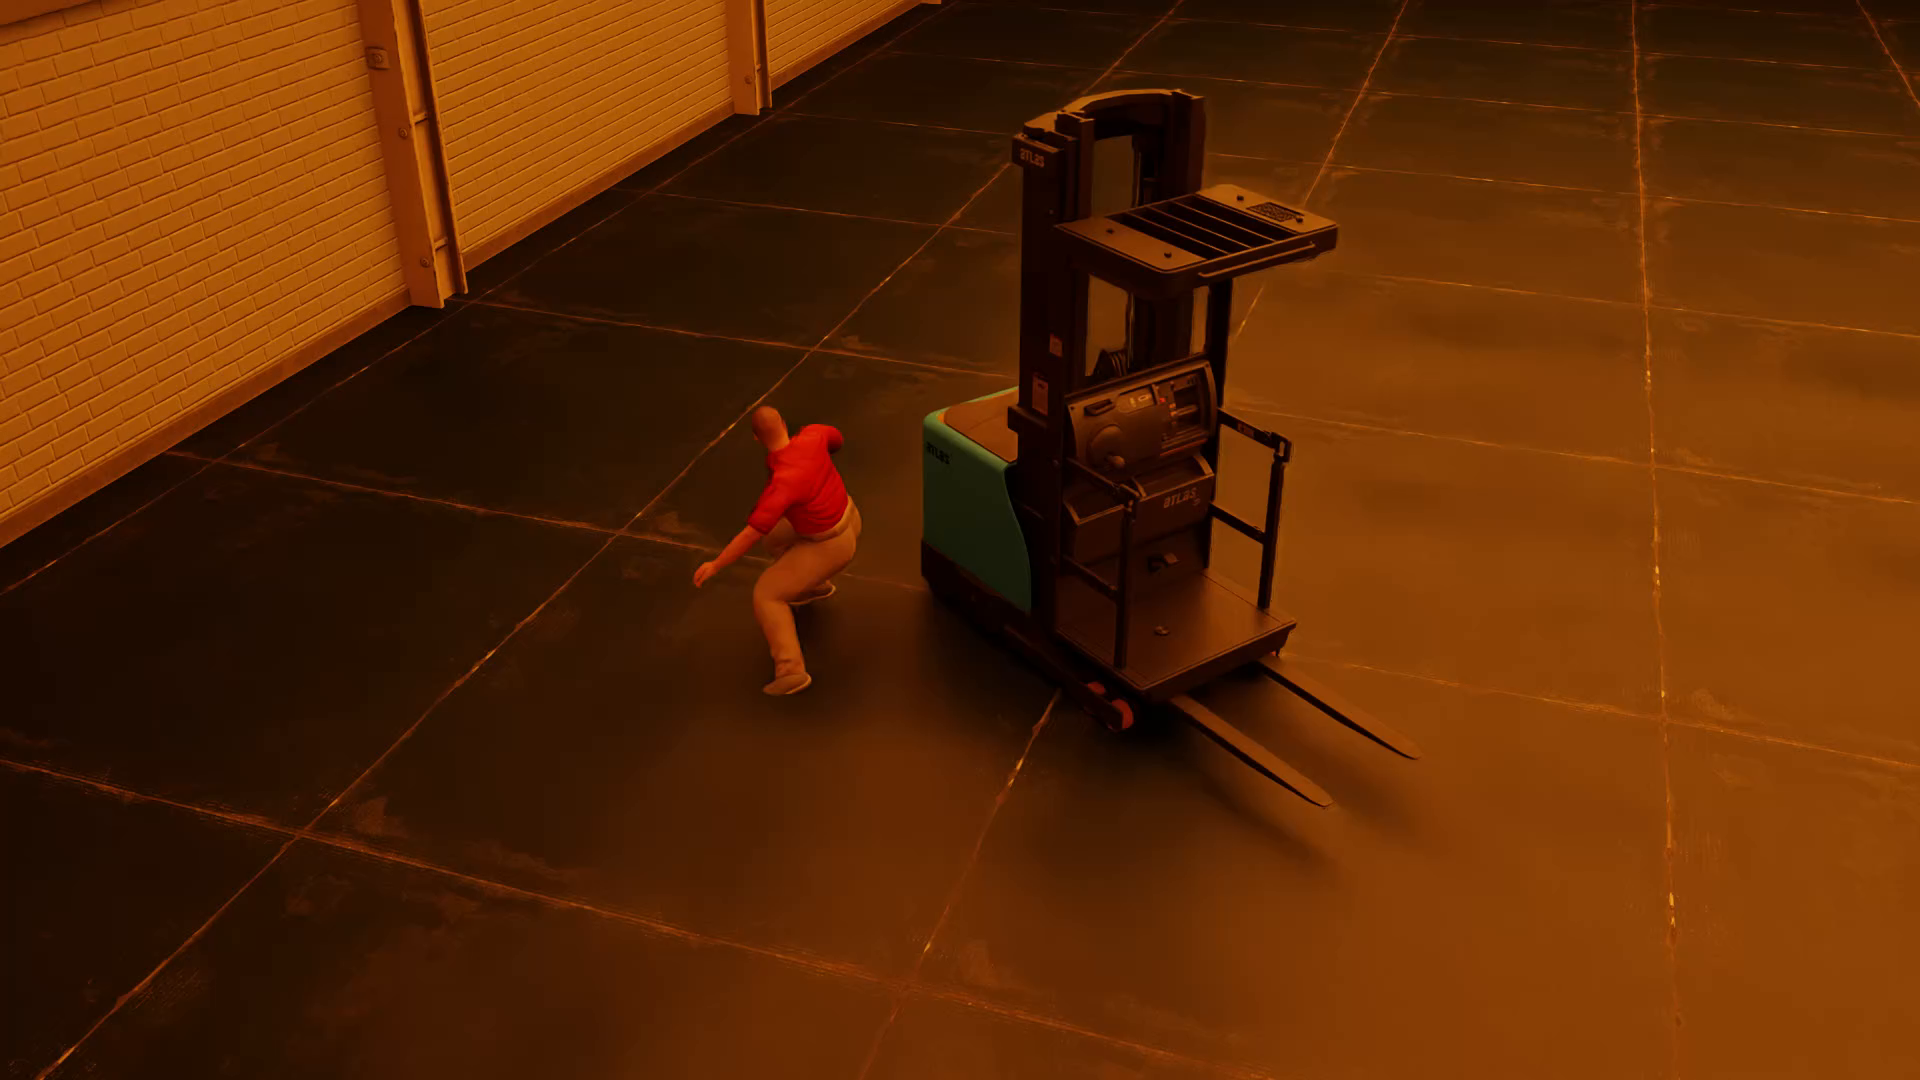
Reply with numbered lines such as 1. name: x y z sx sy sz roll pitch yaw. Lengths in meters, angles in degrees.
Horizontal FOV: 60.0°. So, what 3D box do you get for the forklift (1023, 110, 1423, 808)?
1. forklift: 1.089 -0.521 8.115 1.101 2.867 2.884 -19 35 -30
